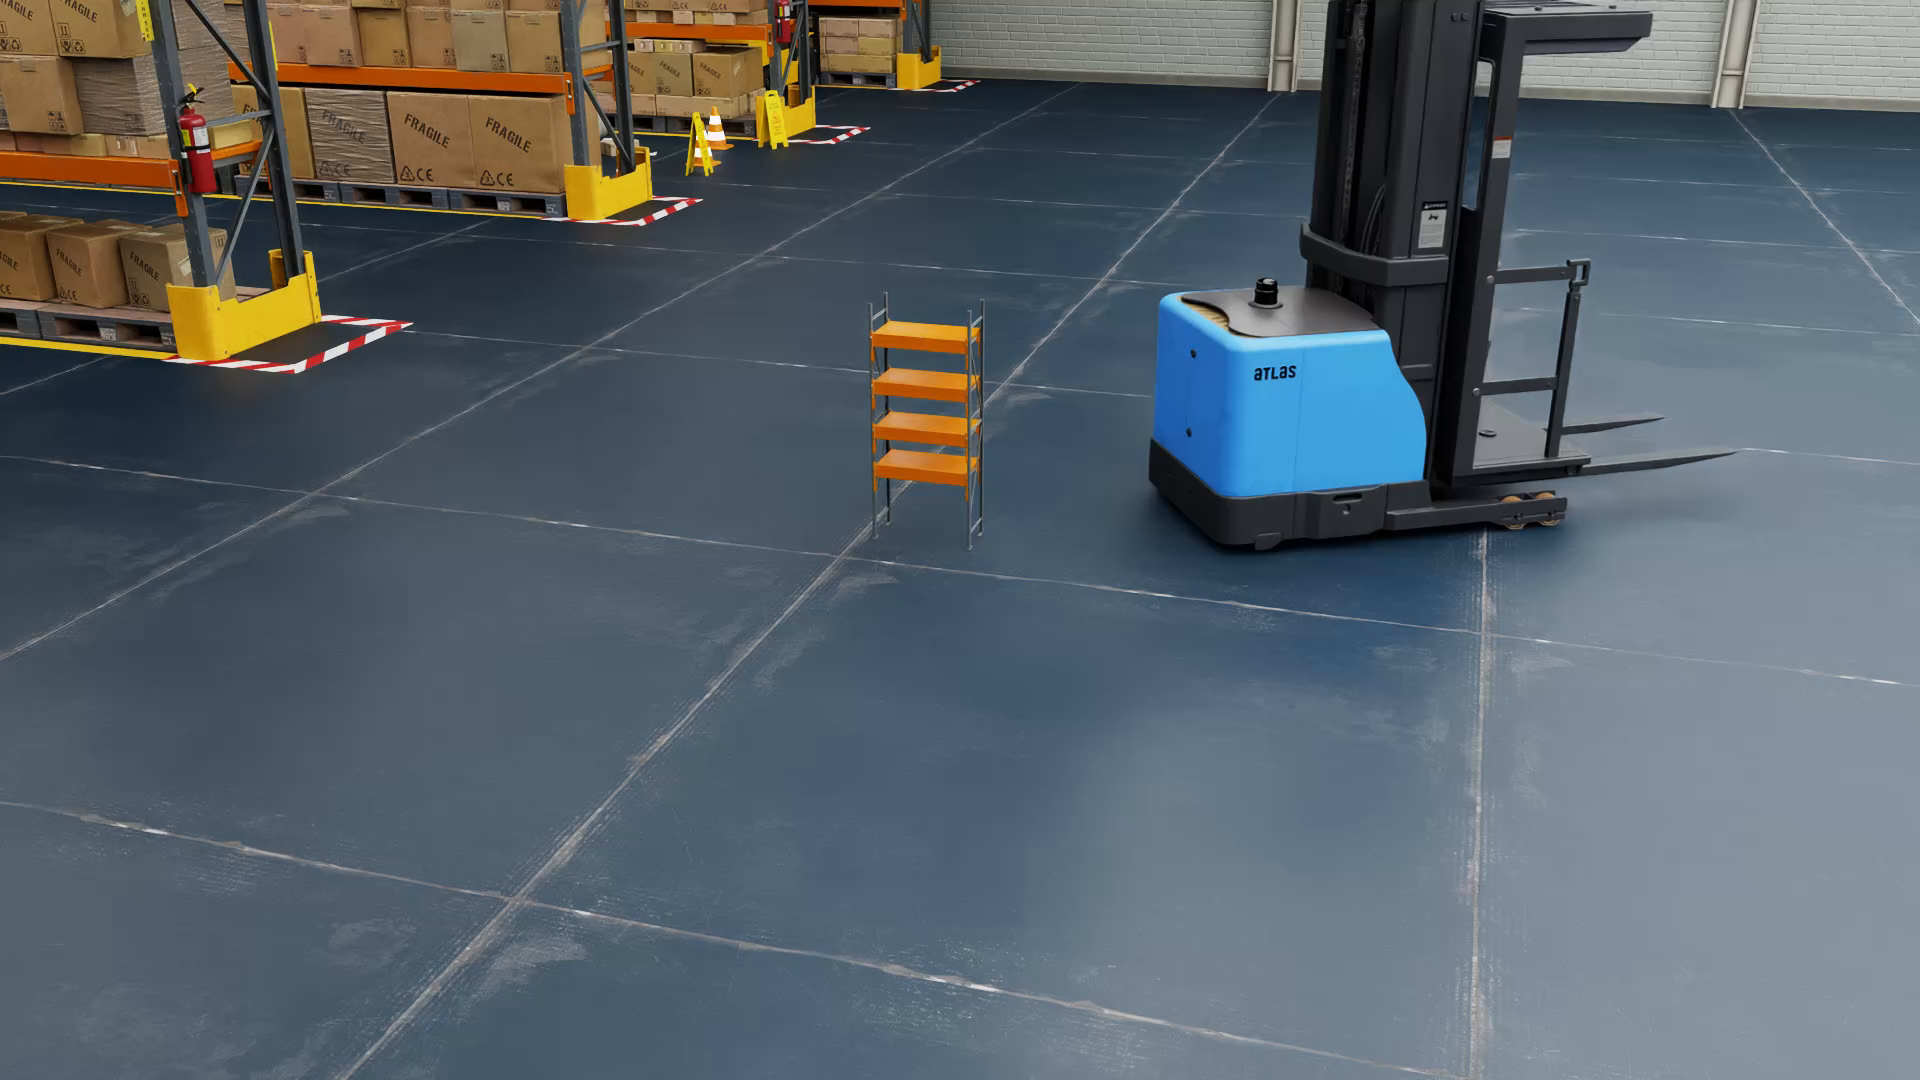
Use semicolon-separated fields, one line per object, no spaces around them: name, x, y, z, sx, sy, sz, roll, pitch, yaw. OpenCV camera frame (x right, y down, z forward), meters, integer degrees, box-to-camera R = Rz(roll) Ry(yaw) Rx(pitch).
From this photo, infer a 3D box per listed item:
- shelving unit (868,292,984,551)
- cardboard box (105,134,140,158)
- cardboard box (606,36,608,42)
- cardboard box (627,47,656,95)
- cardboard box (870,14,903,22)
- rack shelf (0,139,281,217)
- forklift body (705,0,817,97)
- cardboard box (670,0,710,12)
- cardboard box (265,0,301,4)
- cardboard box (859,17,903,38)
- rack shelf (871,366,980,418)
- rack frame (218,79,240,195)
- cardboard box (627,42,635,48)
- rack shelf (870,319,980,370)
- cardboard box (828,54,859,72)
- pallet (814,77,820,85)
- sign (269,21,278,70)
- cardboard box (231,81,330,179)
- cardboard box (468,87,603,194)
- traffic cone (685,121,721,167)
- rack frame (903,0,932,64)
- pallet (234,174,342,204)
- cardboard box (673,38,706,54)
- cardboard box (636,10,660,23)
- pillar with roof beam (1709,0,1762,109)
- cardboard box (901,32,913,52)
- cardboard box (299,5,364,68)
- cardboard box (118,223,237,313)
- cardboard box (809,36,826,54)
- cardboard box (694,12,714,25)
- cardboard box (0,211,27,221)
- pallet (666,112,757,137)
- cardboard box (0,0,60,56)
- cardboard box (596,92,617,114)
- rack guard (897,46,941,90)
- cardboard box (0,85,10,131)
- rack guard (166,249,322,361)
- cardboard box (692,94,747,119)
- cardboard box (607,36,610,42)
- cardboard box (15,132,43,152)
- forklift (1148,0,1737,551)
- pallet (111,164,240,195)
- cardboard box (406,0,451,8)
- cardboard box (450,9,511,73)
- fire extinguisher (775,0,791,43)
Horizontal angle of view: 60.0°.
shelving unit;-0.158;-0.573;8.087;0.503;1.200;0.258;7;23;16
cardboard box;-5.498;-2.678;11.177;0.250;0.149;0.380;7;23;16
cardboard box;-4.552;-6.136;20.504;0.250;0.149;0.380;8;24;19
cardboard box;-3.887;-5.787;20.507;0.500;0.500;0.500;6;23;14
cardboard box;-1.039;-7.721;24.892;0.500;0.250;0.500;6;23;15
rack shelf;-6.841;-2.697;11.840;4.000;0.370;1.077;7;23;16
forklift body;-2.976;-7.367;23.396;1.214;2.155;2.313;7;23;16
cardboard box;-3.141;-6.611;19.910;0.500;0.500;0.500;7;23;16
cardboard box;-6.323;-5.538;16.197;0.550;0.550;0.875;7;23;16
cardboard box;-1.164;-7.537;24.443;0.500;0.250;0.500;7;23;17
rack shelf;-0.158;-0.718;8.027;0.480;0.148;0.258;7;23;16
rack frame;-7.226;-5.040;16.604;0.127;3.000;1.000;7;23;16
cardboard box;-4.273;-6.040;21.125;0.500;0.500;0.500;8;24;18
rack shelf;-0.158;-0.937;7.937;0.480;0.148;0.258;7;23;16
cardboard box;-1.648;-7.132;24.773;0.500;0.250;0.500;7;23;15
pallet;-2.542;-7.128;25.368;1.213;0.211;1.003;7;23;15
sign;-4.769;-3.408;11.485;0.005;0.325;0.100;7;23;16
cardboard box;-6.644;-4.157;16.697;0.875;0.875;0.875;7;23;16
cardboard box;-4.065;-3.863;15.981;0.875;0.875;0.875;7;23;16
traffic cone;-2.843;-4.375;18.326;0.334;0.463;0.336;7;23;16
rack frame;-0.633;-8.215;24.344;0.127;3.000;1.000;7;23;16
pallet;-6.521;-3.638;16.861;1.213;0.211;1.003;7;23;15
cardboard box;-3.276;-5.989;20.145;0.250;0.149;0.380;7;23;17
cardboard box;-3.728;-6.373;20.184;0.250;0.149;0.380;6;23;15
pillar with roof beam;9.206;-8.514;17.170;0.400;9.000;9.100;7;23;16
cardboard box;-1.023;-7.495;25.001;0.500;0.250;0.500;7;23;16
cardboard box;-5.853;-4.919;16.112;0.550;0.550;0.875;7;23;16
cardboard box;-5.519;-1.923;11.745;0.500;0.500;0.500;11;25;25
cardboard box;-2.167;-7.416;24.807;0.500;0.250;0.500;6;23;14
cardboard box;-2.997;-6.281;19.961;0.250;0.149;0.380;6;23;15
cardboard box;-7.216;-2.129;12.247;0.500;0.500;0.500;4;23;11
pallet;-2.904;-5.231;20.744;1.213;0.211;1.003;7;23;16
cardboard box;-6.004;-3.480;10.960;0.500;0.500;0.500;7;23;16
cardboard box;-4.383;-5.497;20.789;0.500;0.250;0.500;6;23;15
rack guard;-0.610;-7.056;24.812;0.348;0.500;1.175;7;23;16
cardboard box;-6.424;-3.146;11.464;0.500;0.500;0.875;7;23;16
rack guard;-4.999;-1.662;11.663;0.348;0.500;1.175;7;23;16
cardboard box;-2.938;-5.327;20.373;0.500;0.250;0.500;6;23;15
cardboard box;-5.706;-7.890;26.128;0.625;0.625;0.875;6;23;15
cardboard box;-6.214;-2.762;11.382;0.250;0.149;0.380;7;23;16
forklift;2.580;-1.595;8.296;3.031;2.935;1.130;-6;23;-14
pallet;-7.986;-3.807;17.273;1.213;0.211;1.003;7;23;16
cardboard box;-4.791;-5.363;15.770;0.550;0.550;0.875;7;23;16
cardboard box;-4.298;-4.747;15.693;0.550;0.550;0.875;7;23;16
fire extinguisher;-2.087;-6.195;19.522;0.183;0.674;0.296;7;23;16
